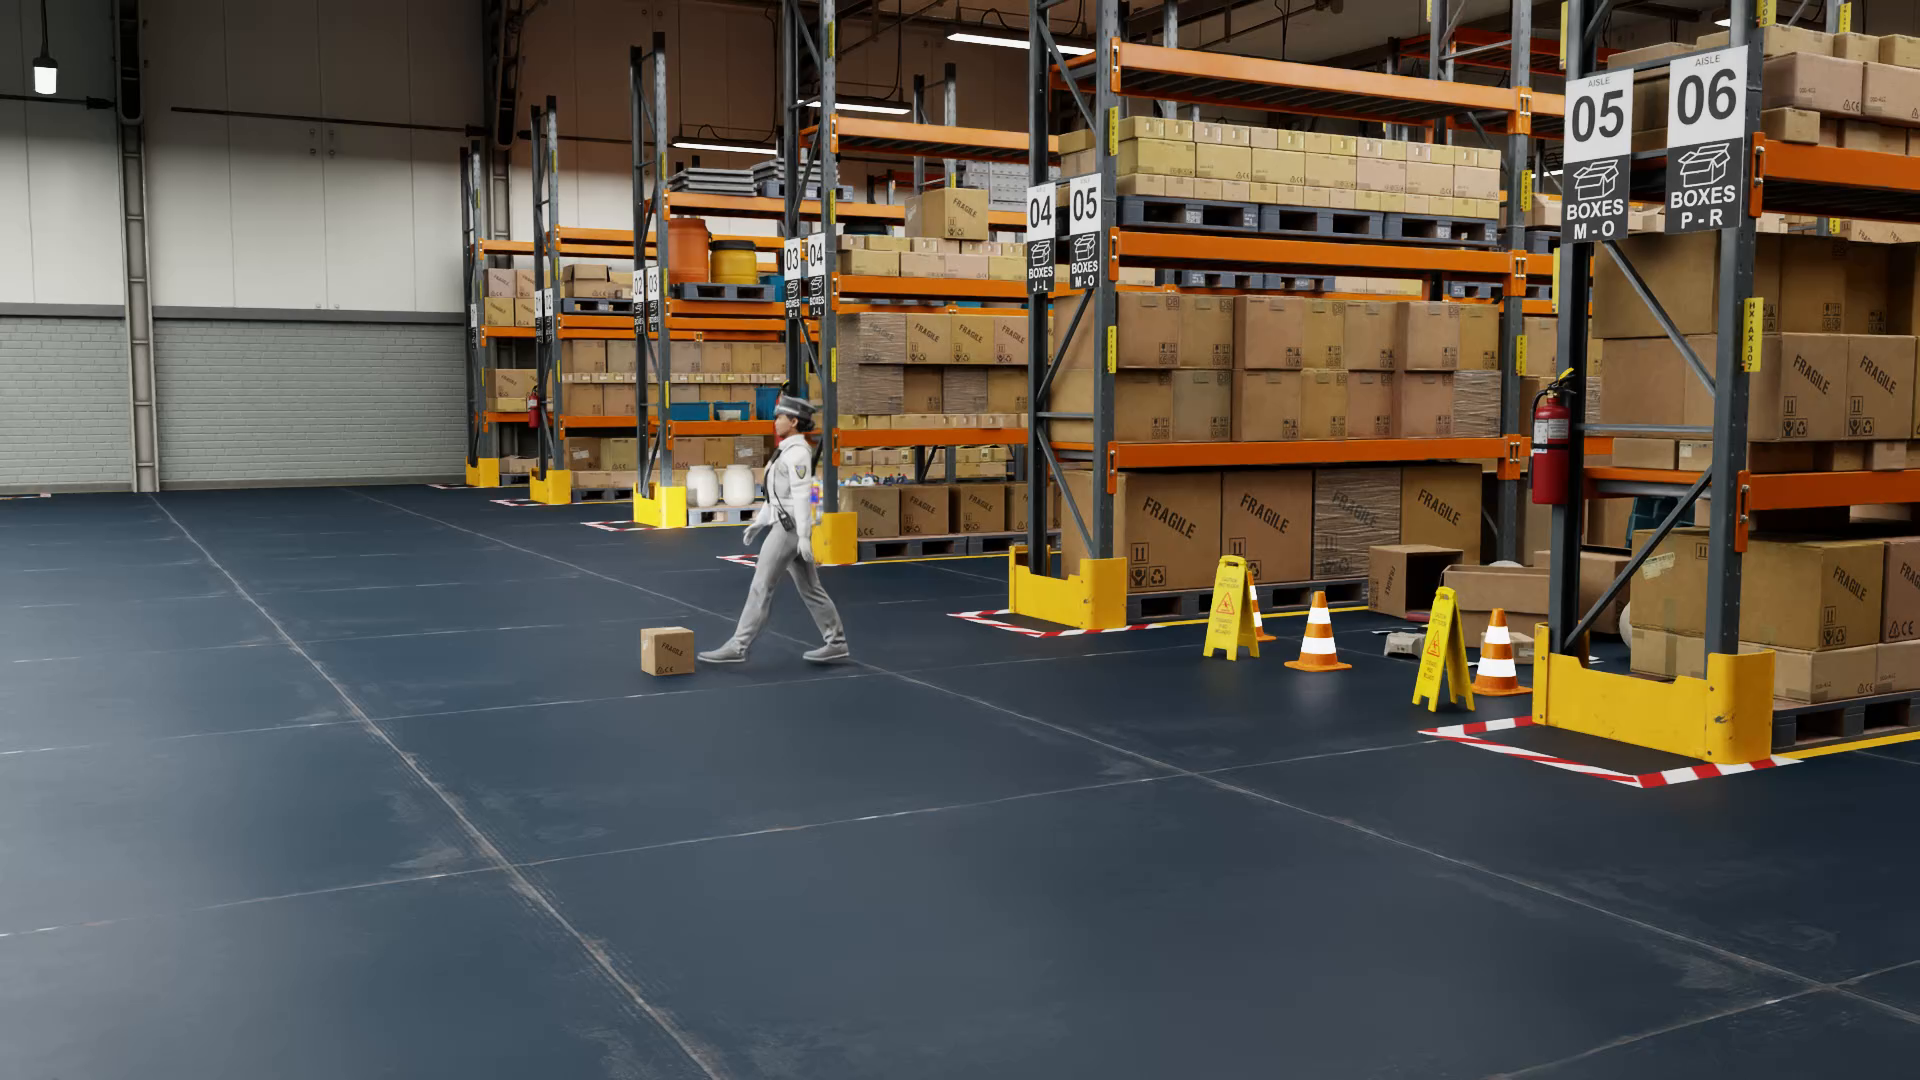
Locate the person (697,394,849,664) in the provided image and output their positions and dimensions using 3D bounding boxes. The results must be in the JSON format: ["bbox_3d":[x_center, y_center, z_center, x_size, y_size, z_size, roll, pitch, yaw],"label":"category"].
[{"bbox_3d":[-1.136,-0.070,10.127,0.917,1.641,0.522,0,5,-5],"label":"person"}]
